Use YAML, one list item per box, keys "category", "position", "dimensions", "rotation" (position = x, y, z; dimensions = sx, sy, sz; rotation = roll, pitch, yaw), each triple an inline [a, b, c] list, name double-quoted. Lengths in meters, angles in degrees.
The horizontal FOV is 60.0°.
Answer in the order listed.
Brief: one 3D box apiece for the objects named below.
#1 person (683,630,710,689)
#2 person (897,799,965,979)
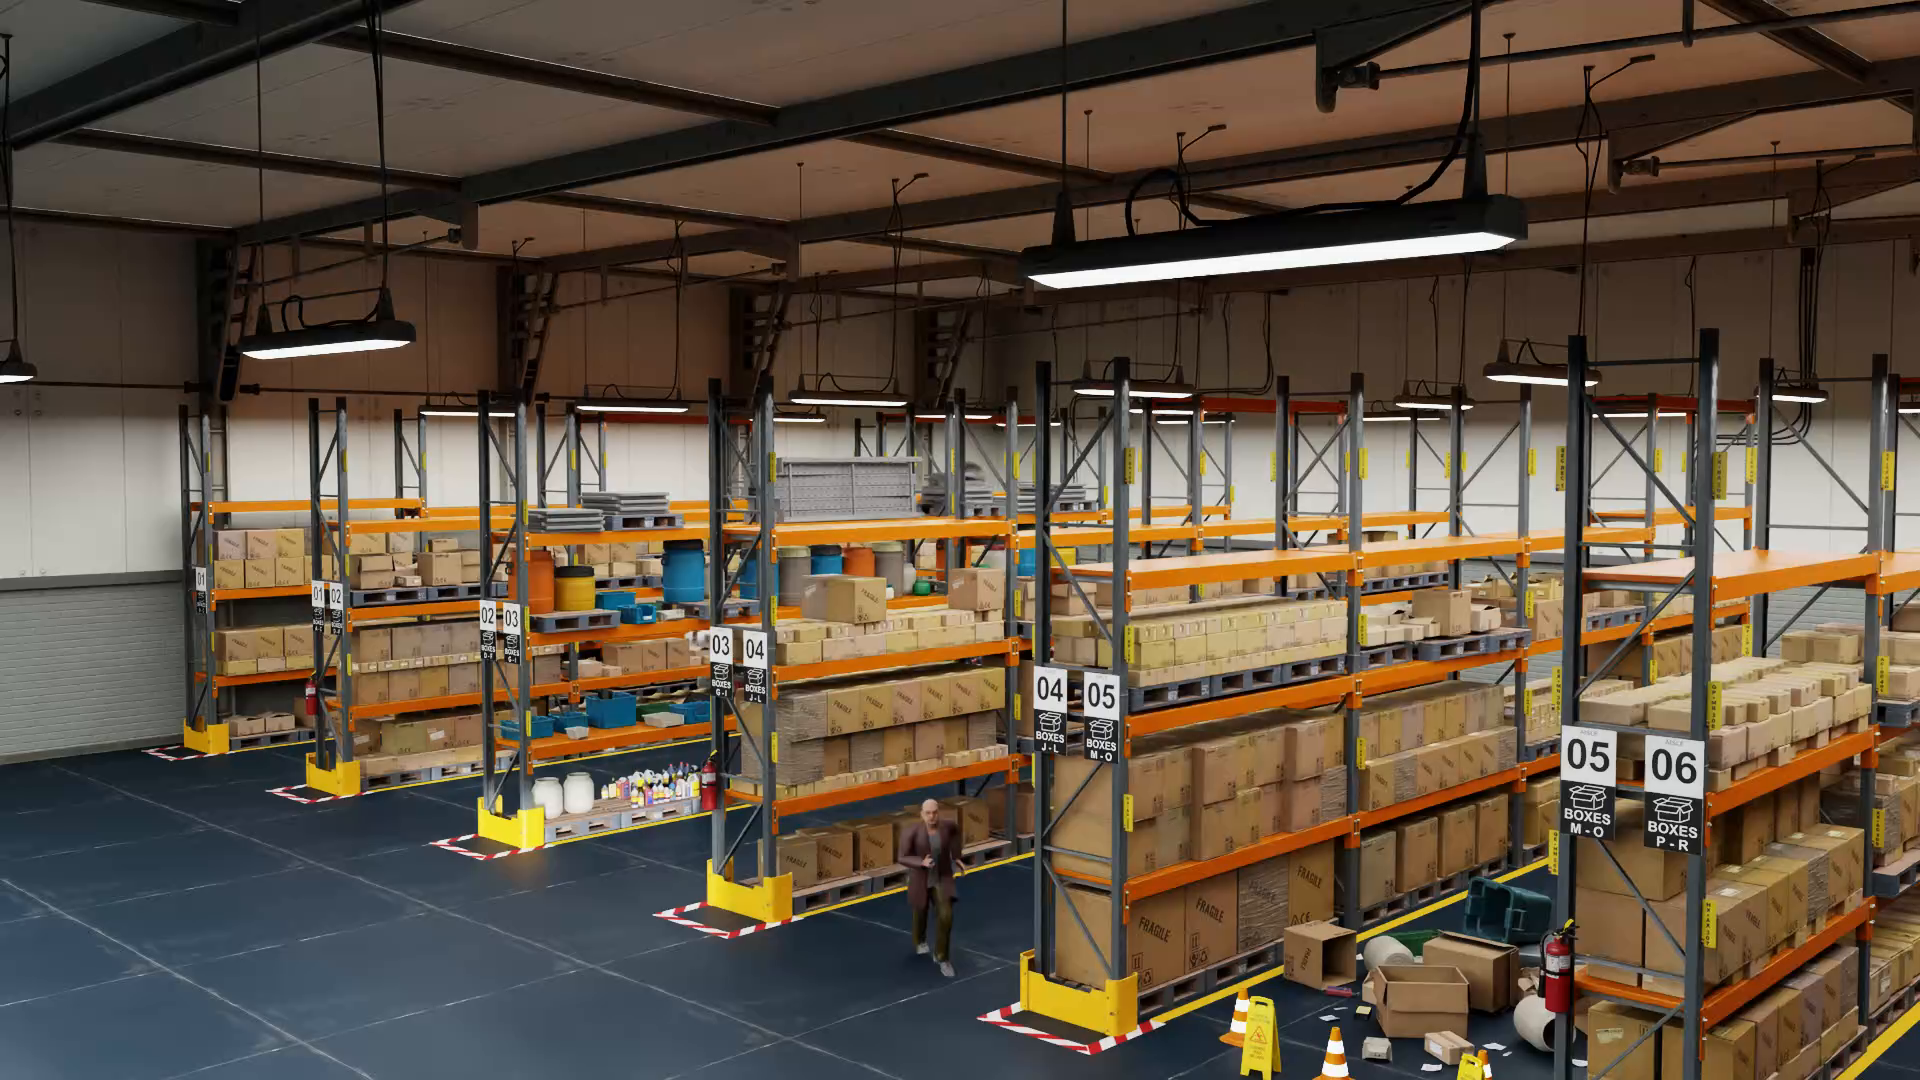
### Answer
- category: "person"
  position: [-5.345, 2.498, 34.249]
  dimensions: [0.704, 1.761, 1.062]
  rotation: [1, 3, 21]
- category: "person"
  position: [-0.293, 3.423, 16.620]
  dimensions: [0.710, 1.756, 1.058]
  rotation: [0, 3, -9]
